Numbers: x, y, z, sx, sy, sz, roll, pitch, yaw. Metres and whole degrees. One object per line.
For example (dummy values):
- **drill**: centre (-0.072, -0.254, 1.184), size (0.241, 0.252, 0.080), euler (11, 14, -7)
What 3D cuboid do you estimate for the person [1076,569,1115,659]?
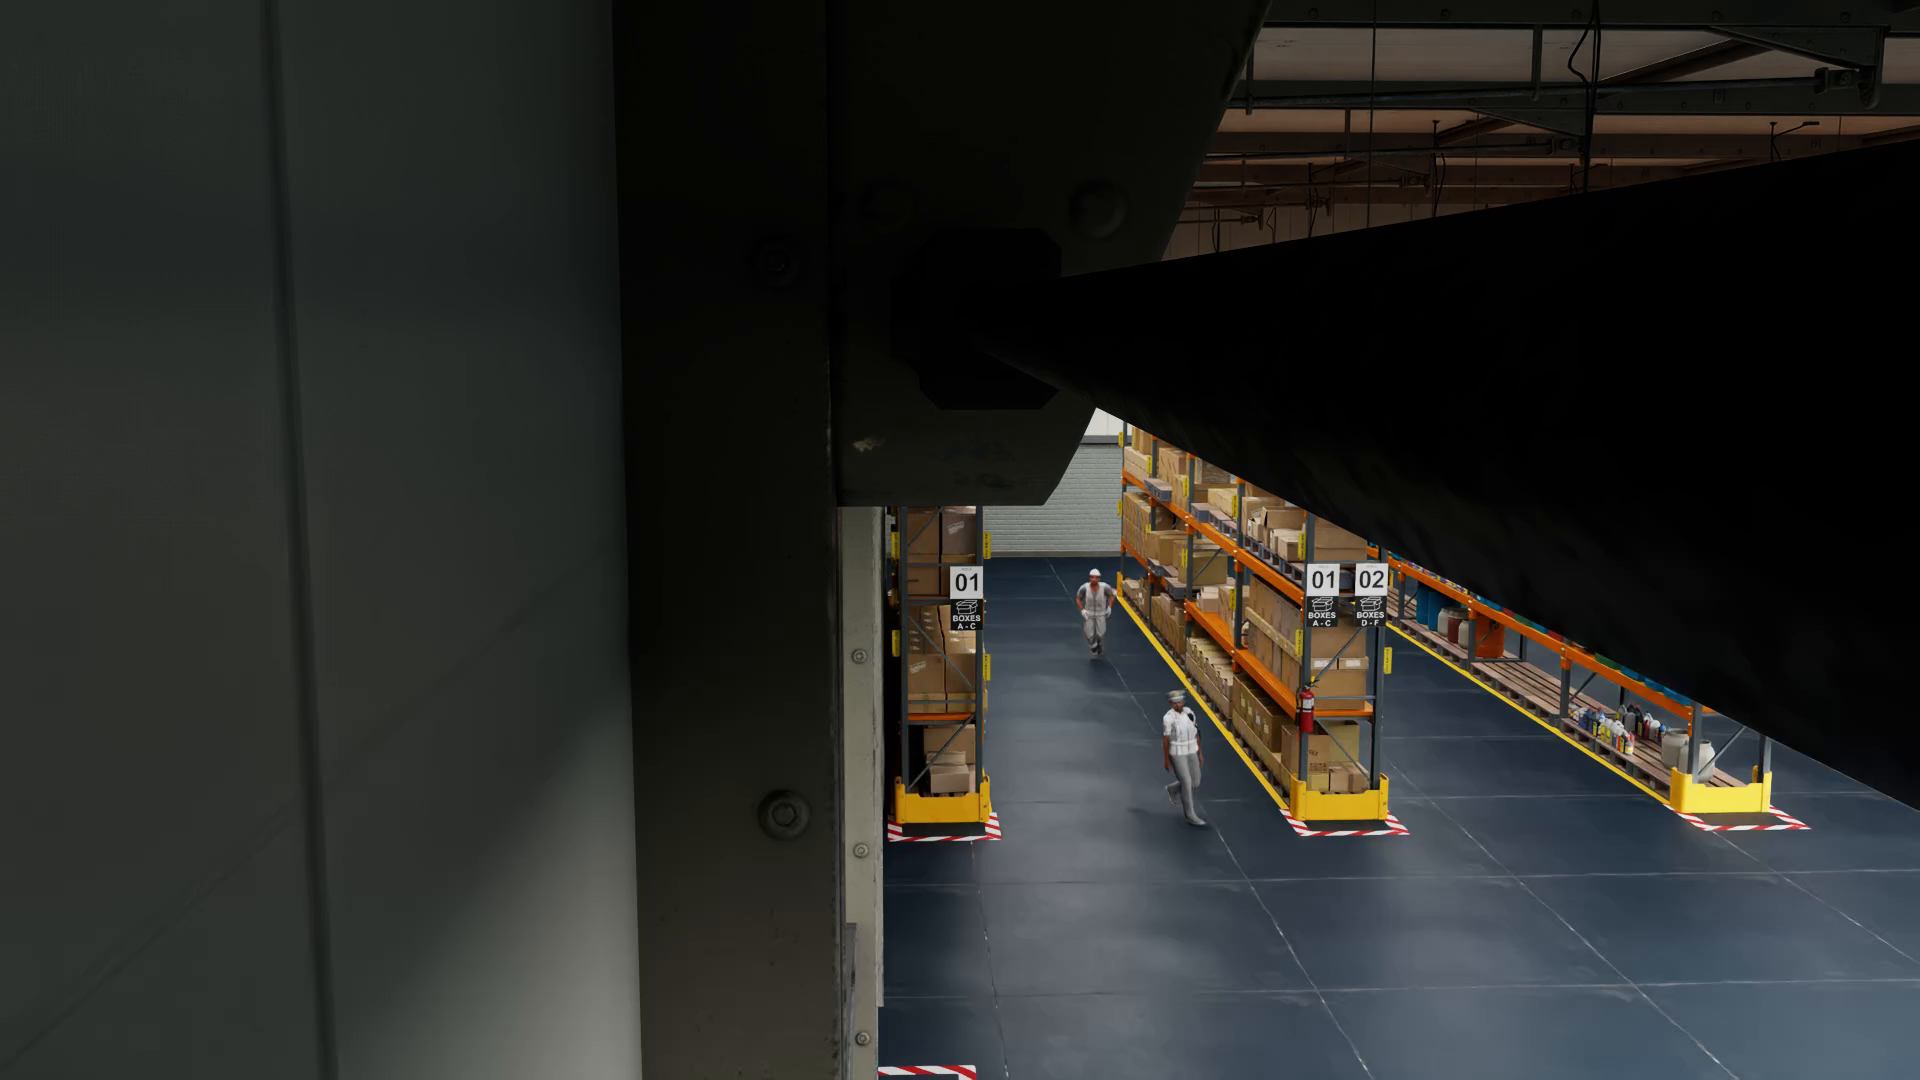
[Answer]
- **person**: centre (2.423, 1.330, 29.748), size (0.690, 1.687, 0.630), euler (1, 8, 6)

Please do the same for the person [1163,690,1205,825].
- **person**: centre (2.744, 2.643, 20.516), size (0.461, 1.636, 0.770), euler (-5, 9, -30)
